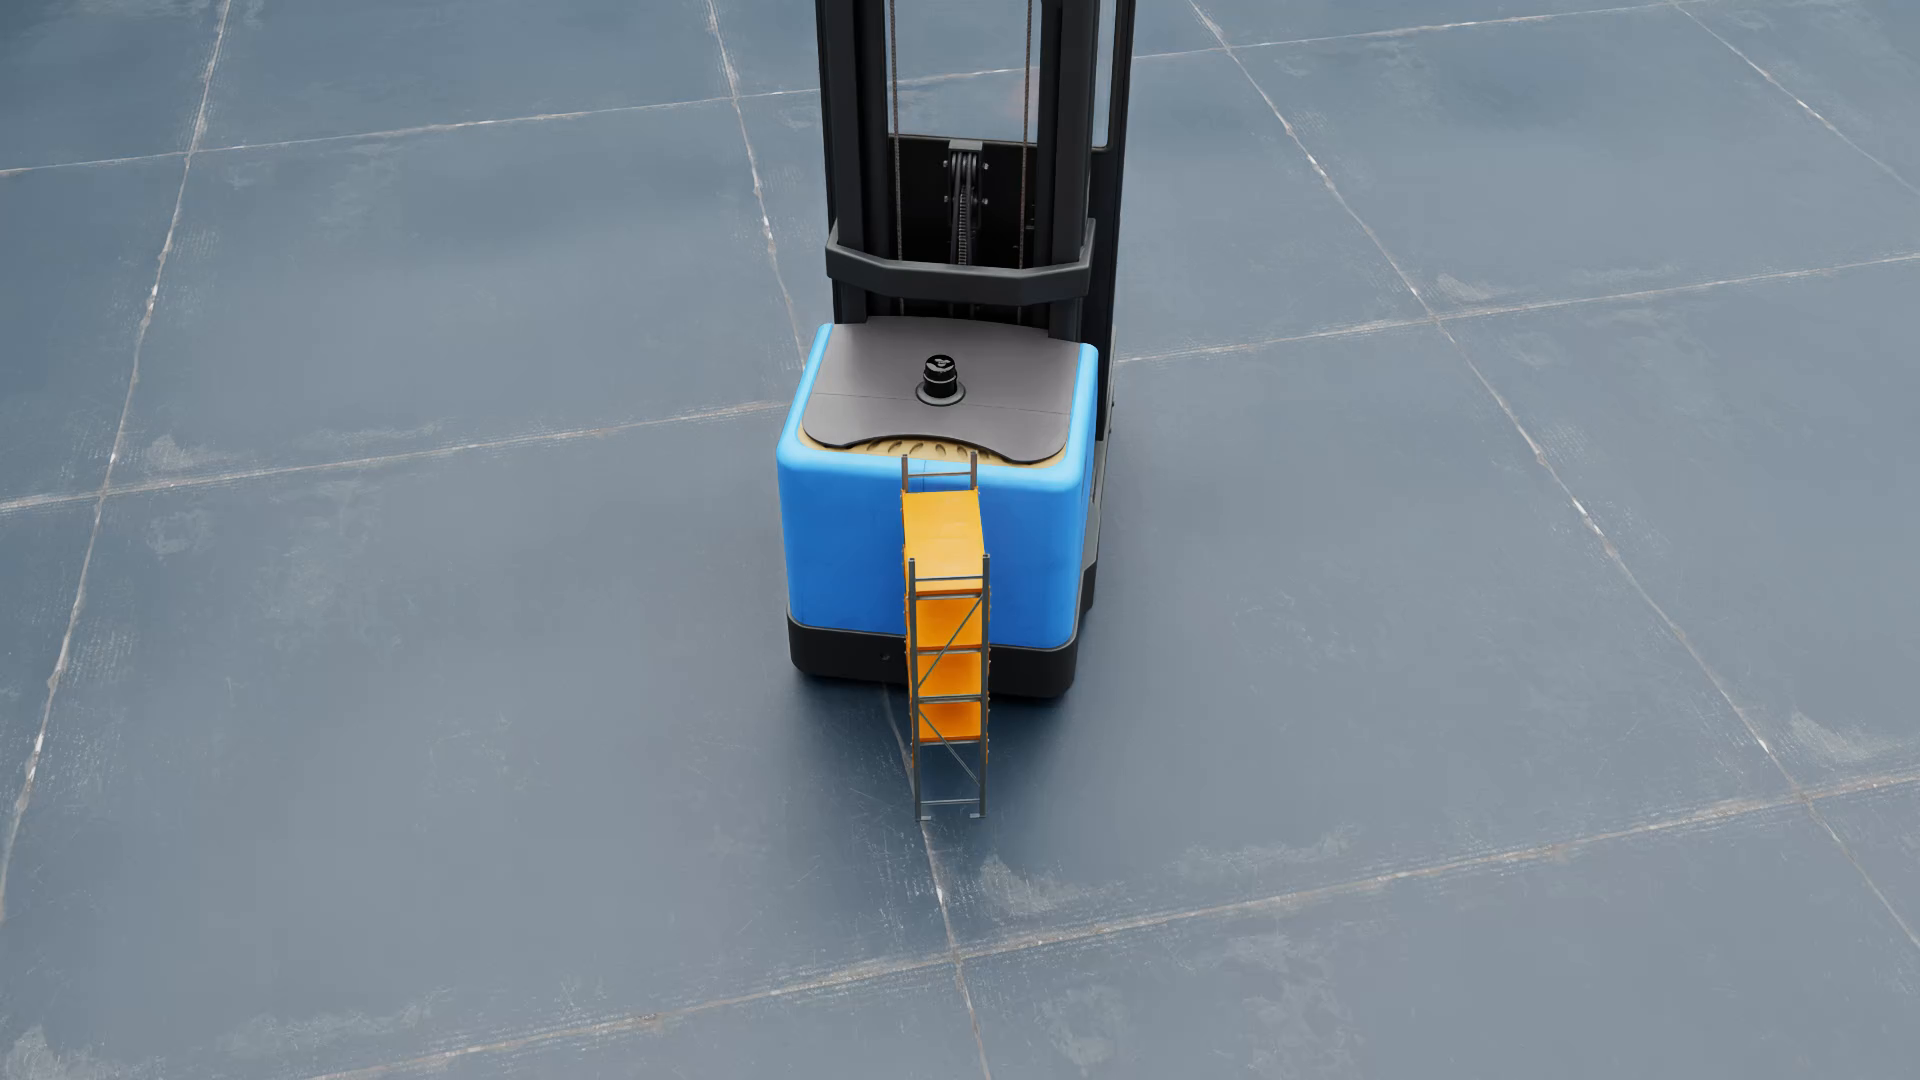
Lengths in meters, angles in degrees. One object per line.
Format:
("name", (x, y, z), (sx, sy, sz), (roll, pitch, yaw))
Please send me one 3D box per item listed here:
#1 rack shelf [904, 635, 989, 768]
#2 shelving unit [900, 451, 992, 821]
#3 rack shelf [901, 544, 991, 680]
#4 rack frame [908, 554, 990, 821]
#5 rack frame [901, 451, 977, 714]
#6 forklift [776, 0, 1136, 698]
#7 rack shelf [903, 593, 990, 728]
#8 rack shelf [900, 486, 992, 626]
("rack shelf", (-0.049, 0.537, 5.641), (0.258, 0.148, 0.480), (-3, 42, -3))
("shelving unit", (-0.049, 0.339, 5.465), (0.258, 1.200, 0.503), (-3, 42, -3))
("rack shelf", (-0.049, 0.222, 5.361), (0.258, 0.148, 0.480), (-3, 42, -3))
("rack frame", (-0.033, 0.500, 5.283), (0.240, 1.200, 0.015), (-3, 42, -3))
("rack frame", (-0.066, 0.177, 5.647), (0.240, 1.200, 0.015), (-3, 42, -3))
("forklift", (0.084, -1.507, 6.240), (1.130, 2.935, 3.031), (5, 42, 6))
("rack shelf", (-0.049, 0.389, 5.510), (0.258, 0.148, 0.480), (-3, 42, -3))
("rack shelf", (-0.049, 0.045, 5.204), (0.258, 0.148, 0.480), (-3, 42, -3))
